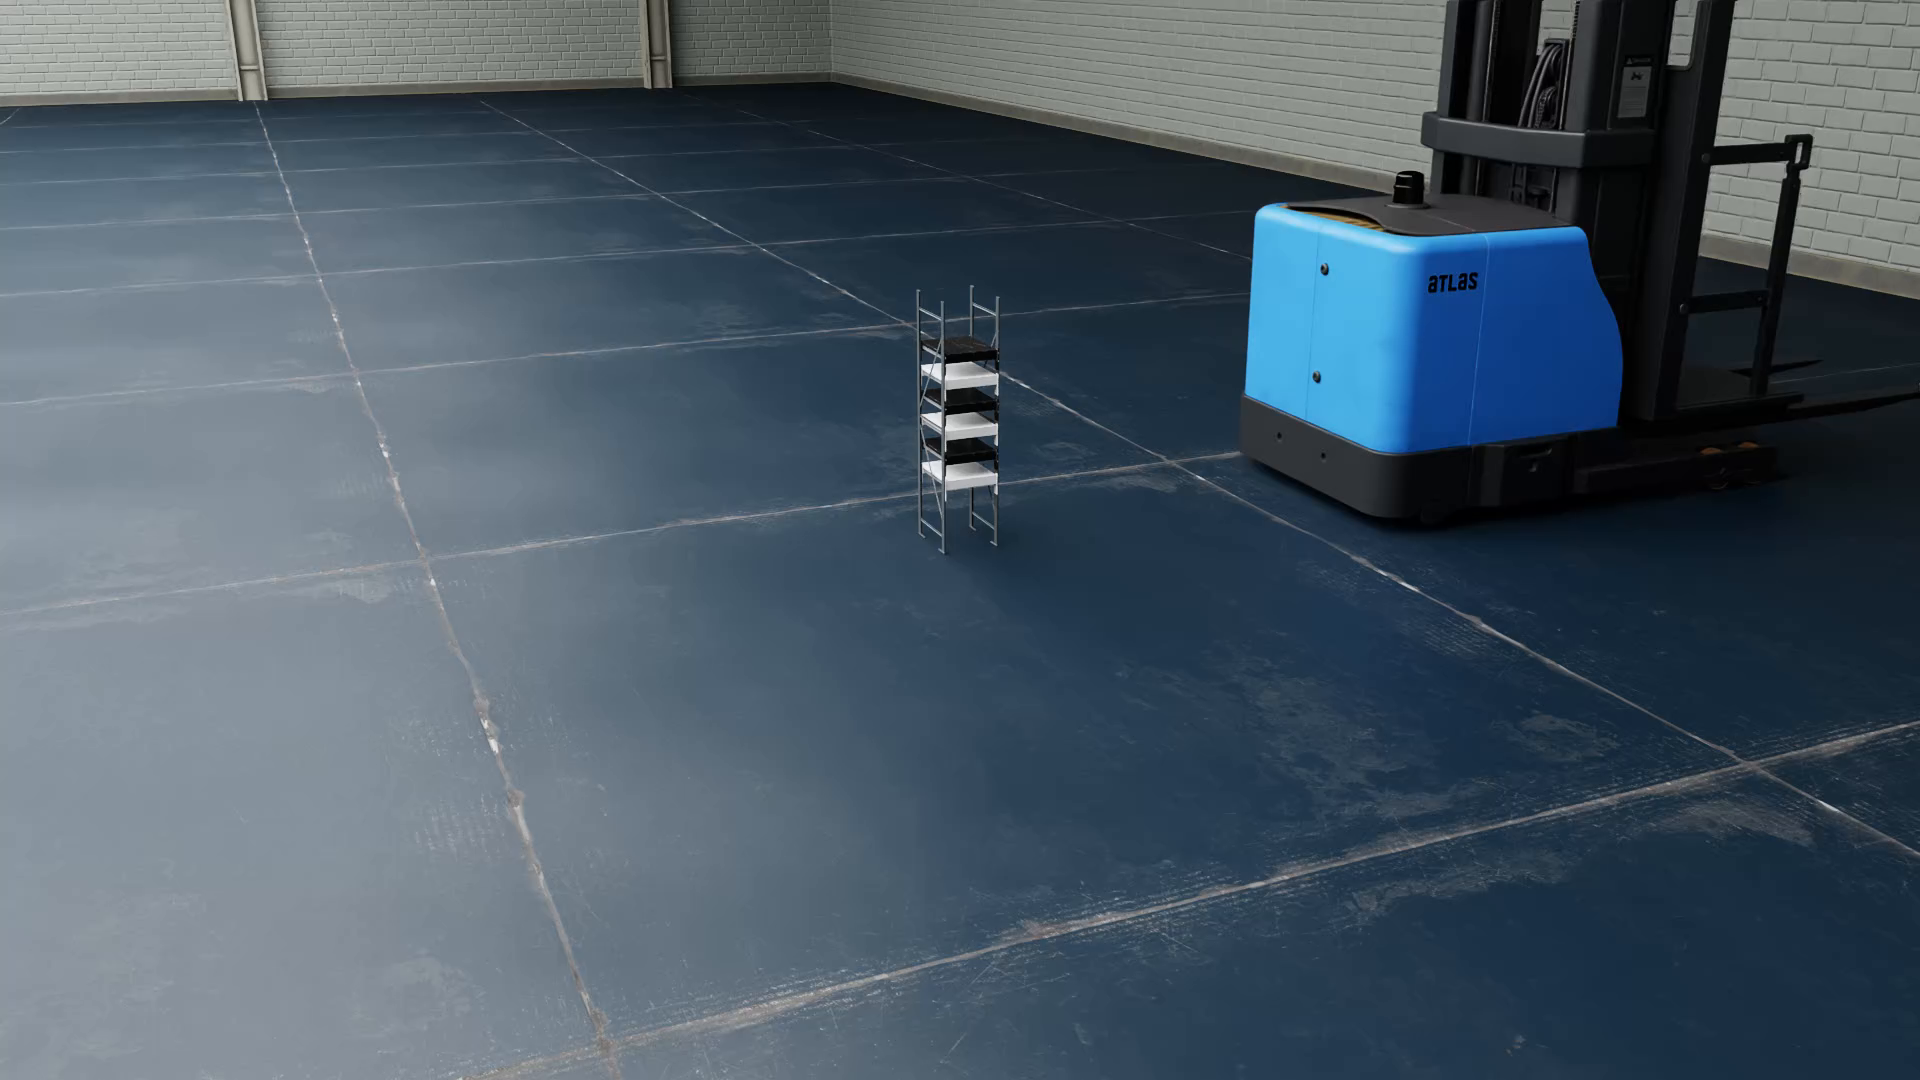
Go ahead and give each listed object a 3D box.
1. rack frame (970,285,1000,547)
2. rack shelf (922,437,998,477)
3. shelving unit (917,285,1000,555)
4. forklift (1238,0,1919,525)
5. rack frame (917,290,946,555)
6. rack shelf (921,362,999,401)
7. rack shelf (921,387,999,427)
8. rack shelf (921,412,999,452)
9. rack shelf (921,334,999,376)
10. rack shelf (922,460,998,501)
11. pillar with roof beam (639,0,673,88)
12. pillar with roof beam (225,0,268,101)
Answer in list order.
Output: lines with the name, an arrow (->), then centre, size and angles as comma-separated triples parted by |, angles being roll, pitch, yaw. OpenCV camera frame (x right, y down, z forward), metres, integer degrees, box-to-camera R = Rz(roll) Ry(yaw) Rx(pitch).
rack frame -> 0.086, -0.437, 5.908 | 0.006, 0.900, 0.240 | -8, 21, -22
rack shelf -> -0.007, -0.307, 5.911 | 0.200, 0.077, 0.258 | -8, 21, -22
shelving unit -> -0.007, -0.423, 5.870 | 0.210, 0.900, 0.258 | -8, 21, -22
forklift -> 2.715, -1.734, 6.534 | 3.031, 2.935, 1.130 | -8, 21, -21
rack frame -> -0.101, -0.410, 5.832 | 0.006, 0.900, 0.240 | -8, 21, -22
rack shelf -> -0.007, -0.562, 5.821 | 0.200, 0.077, 0.258 | -8, 21, -22
rack shelf -> -0.007, -0.477, 5.851 | 0.200, 0.077, 0.258 | -8, 21, -22
rack shelf -> -0.007, -0.392, 5.881 | 0.200, 0.077, 0.258 | -8, 21, -22
rack shelf -> -0.007, -0.647, 5.791 | 0.200, 0.077, 0.258 | -8, 21, -22
rack shelf -> -0.007, -0.222, 5.940 | 0.200, 0.077, 0.258 | -8, 21, -22
pillar with roof beam -> -3.109, -10.155, 21.313 | 0.400, 9.000, 9.100 | -8, 21, -22
pillar with roof beam -> -8.619, -9.365, 19.071 | 0.400, 9.000, 9.100 | -8, 21, -22
